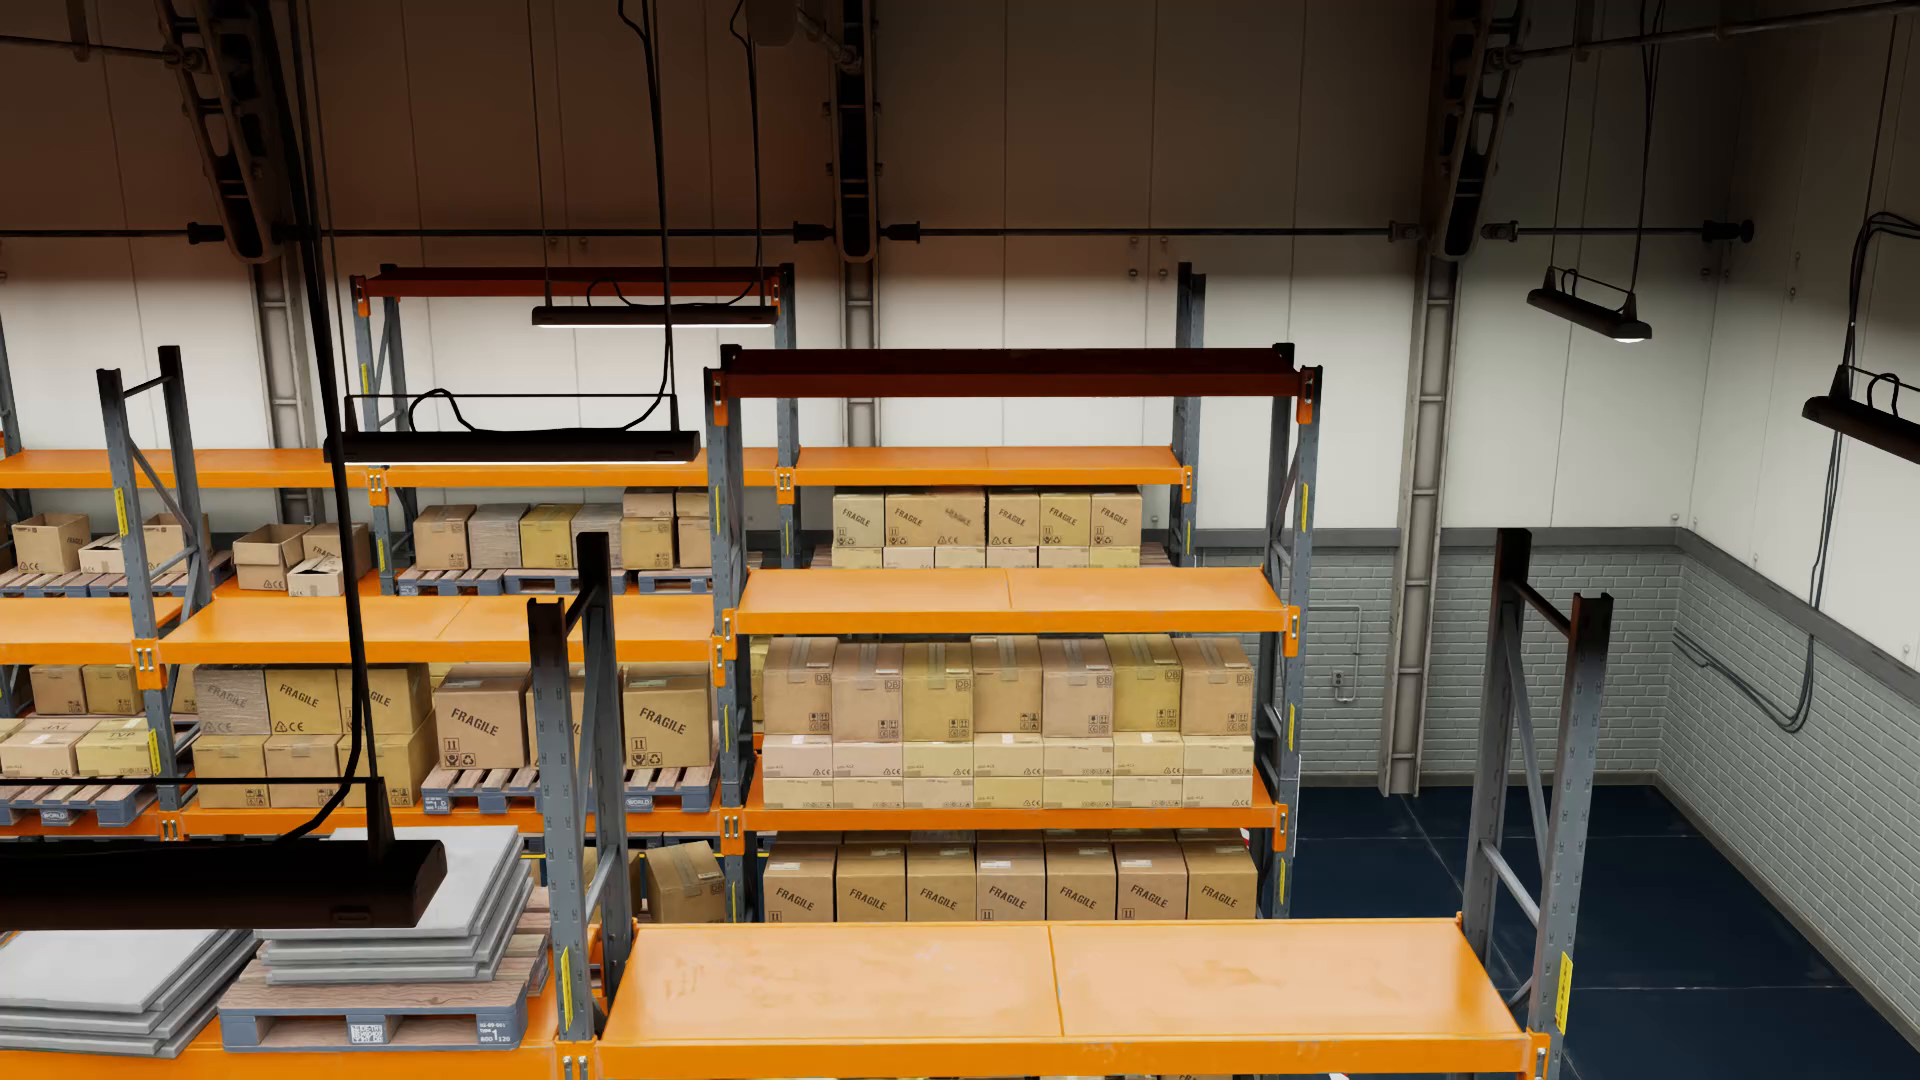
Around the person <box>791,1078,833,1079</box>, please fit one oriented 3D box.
[{"bbox_3d":[-0.975,4.218,10.913,0.780,1.789,0.562,5,17,16],"label":"person"}]
